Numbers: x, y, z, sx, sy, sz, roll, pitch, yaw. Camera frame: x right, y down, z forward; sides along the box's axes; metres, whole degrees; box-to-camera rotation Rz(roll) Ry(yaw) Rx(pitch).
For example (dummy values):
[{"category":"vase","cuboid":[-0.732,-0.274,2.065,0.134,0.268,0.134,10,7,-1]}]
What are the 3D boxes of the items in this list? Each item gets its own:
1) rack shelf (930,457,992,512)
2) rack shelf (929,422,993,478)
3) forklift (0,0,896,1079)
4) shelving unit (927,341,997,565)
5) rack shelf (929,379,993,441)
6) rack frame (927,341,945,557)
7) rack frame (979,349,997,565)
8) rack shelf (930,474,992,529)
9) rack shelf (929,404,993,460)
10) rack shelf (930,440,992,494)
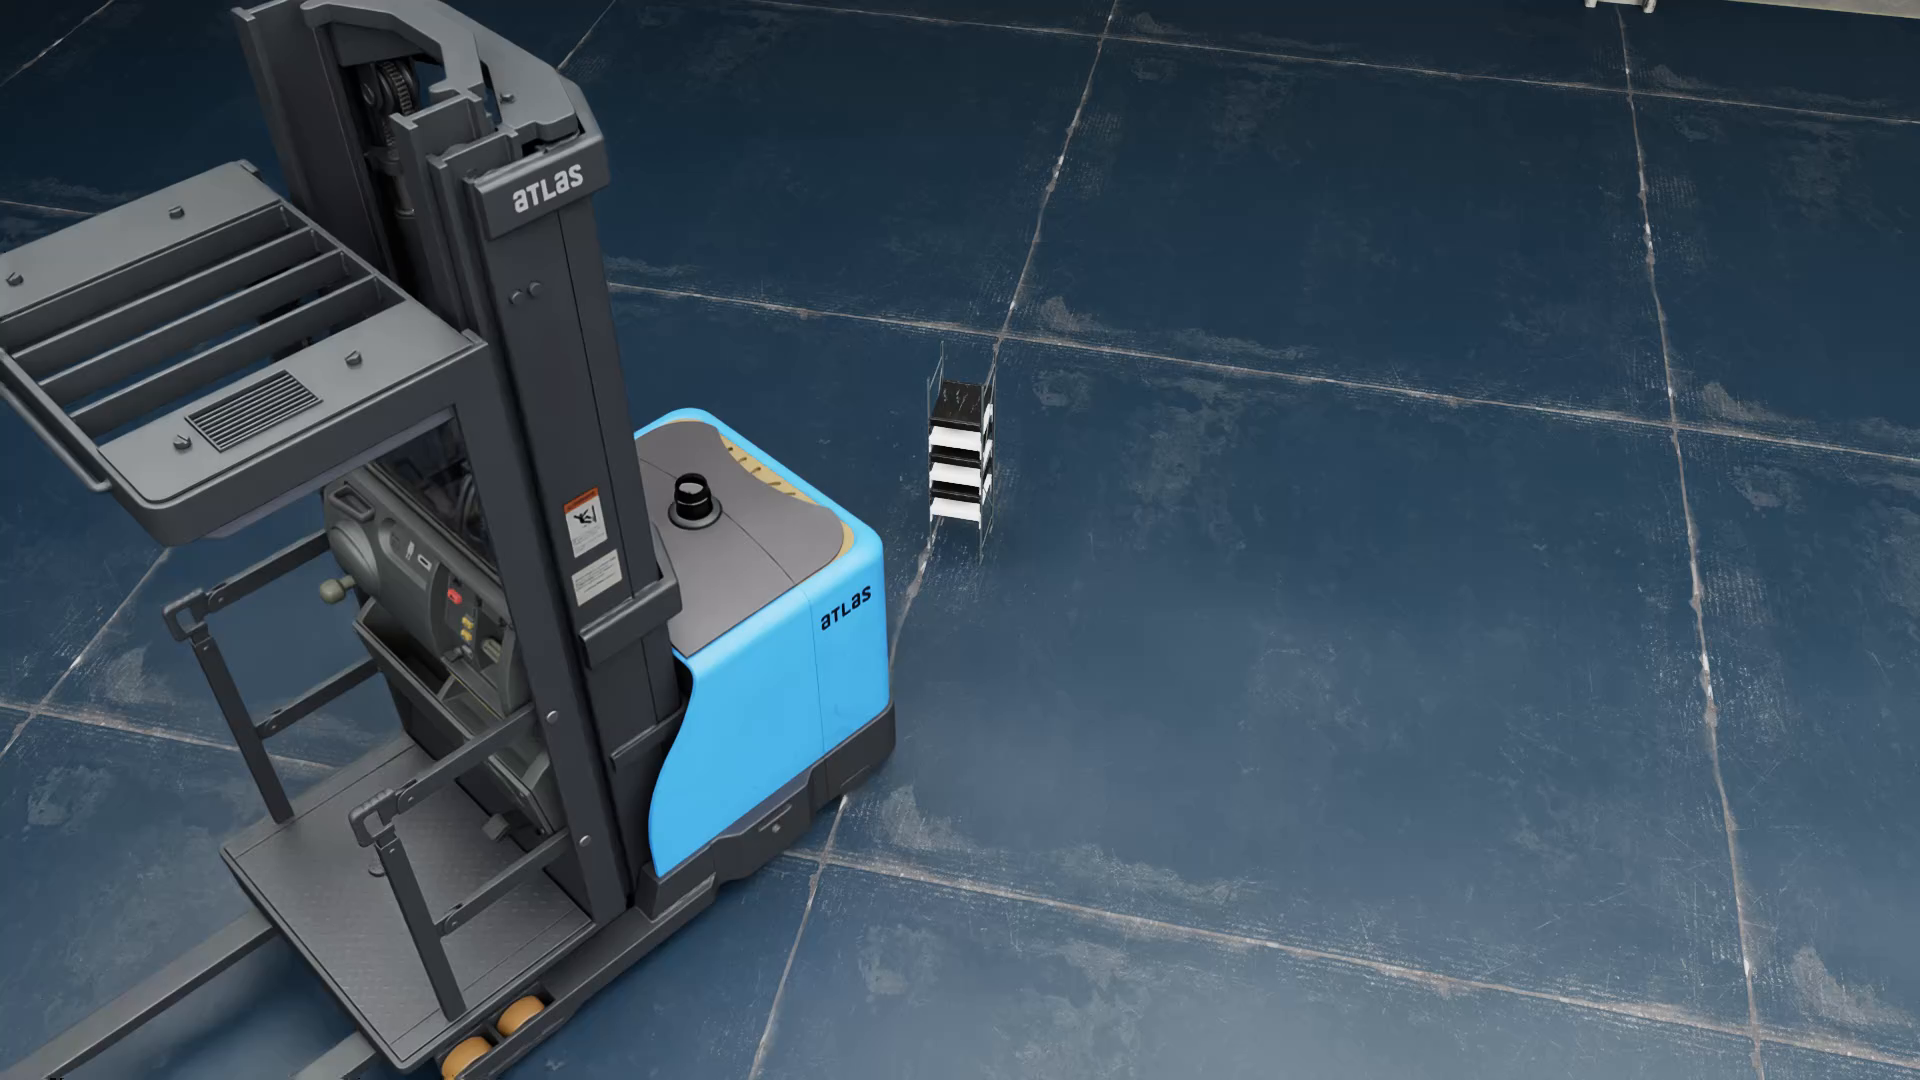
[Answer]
[{"category":"rack shelf","cuboid":[0.008,-0.234,6.522,0.200,0.077,0.258,9,45,9]},{"category":"rack shelf","cuboid":[0.008,-0.364,6.397,0.200,0.077,0.258,9,45,9]},{"category":"forklift","cuboid":[-1.623,0.199,4.430,1.130,2.935,3.031,35,54,31]},{"category":"shelving unit","cuboid":[0.008,-0.323,6.437,0.210,0.900,0.258,9,45,9]},{"category":"rack shelf","cuboid":[0.008,-0.493,6.273,0.200,0.077,0.258,9,45,9]},{"category":"rack frame","cuboid":[-0.091,-0.338,6.453,0.006,0.900,0.240,9,45,9]},{"category":"rack frame","cuboid":[0.107,-0.308,6.421,0.006,0.900,0.240,9,45,9]},{"category":"rack shelf","cuboid":[0.008,-0.169,6.585,0.200,0.077,0.258,9,45,9]},{"category":"rack shelf","cuboid":[0.008,-0.429,6.335,0.200,0.077,0.258,9,45,9]},{"category":"rack shelf","cuboid":[0.008,-0.299,6.460,0.200,0.077,0.258,9,45,9]}]
